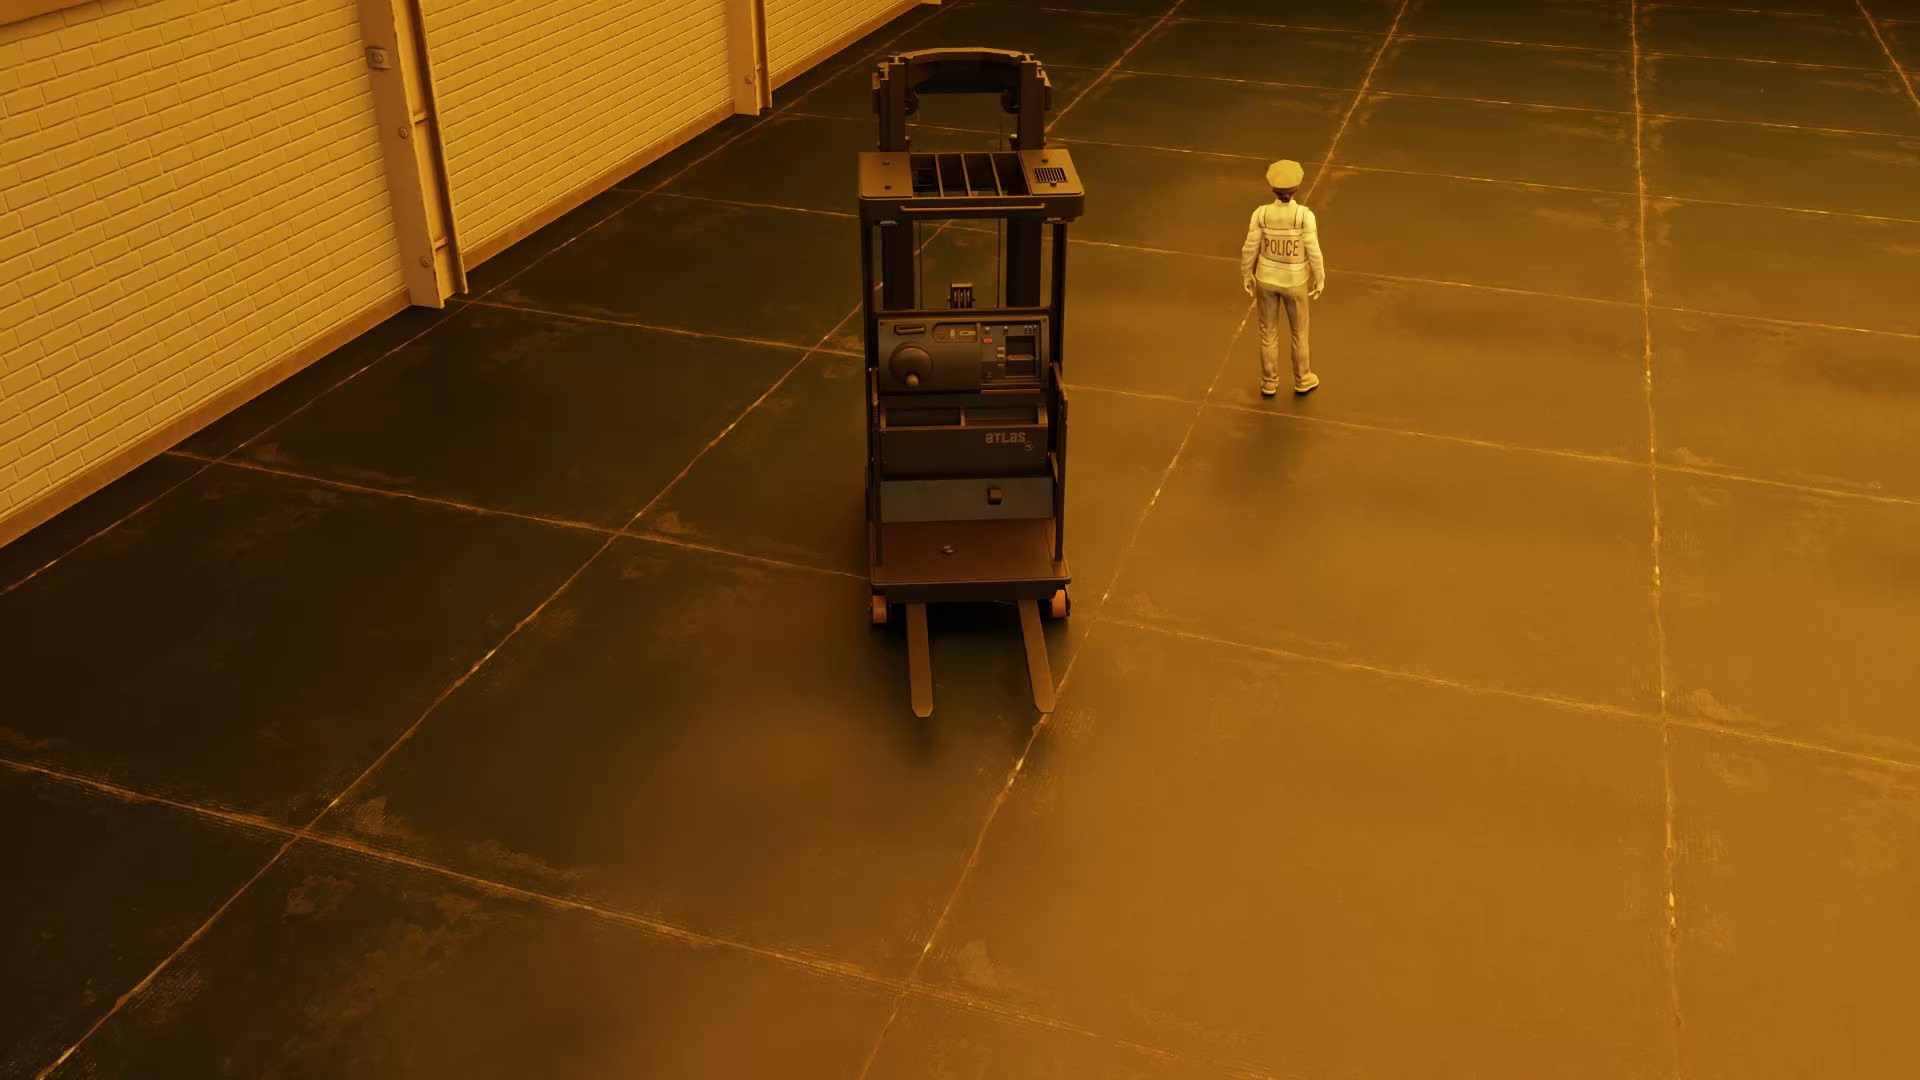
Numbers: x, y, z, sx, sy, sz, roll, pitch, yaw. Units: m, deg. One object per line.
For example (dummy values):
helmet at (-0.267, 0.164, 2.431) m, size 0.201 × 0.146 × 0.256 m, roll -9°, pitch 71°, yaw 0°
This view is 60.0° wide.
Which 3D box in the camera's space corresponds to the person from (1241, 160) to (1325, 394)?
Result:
person at (2.253, -1.823, 11.569) m, size 0.588 × 1.697 × 0.534 m, roll 11°, pitch 31°, yaw 18°

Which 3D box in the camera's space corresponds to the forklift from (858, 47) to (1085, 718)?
forklift at (0.035, -0.972, 8.842) m, size 1.130 × 2.935 × 3.031 m, roll -2°, pitch 30°, yaw -3°
